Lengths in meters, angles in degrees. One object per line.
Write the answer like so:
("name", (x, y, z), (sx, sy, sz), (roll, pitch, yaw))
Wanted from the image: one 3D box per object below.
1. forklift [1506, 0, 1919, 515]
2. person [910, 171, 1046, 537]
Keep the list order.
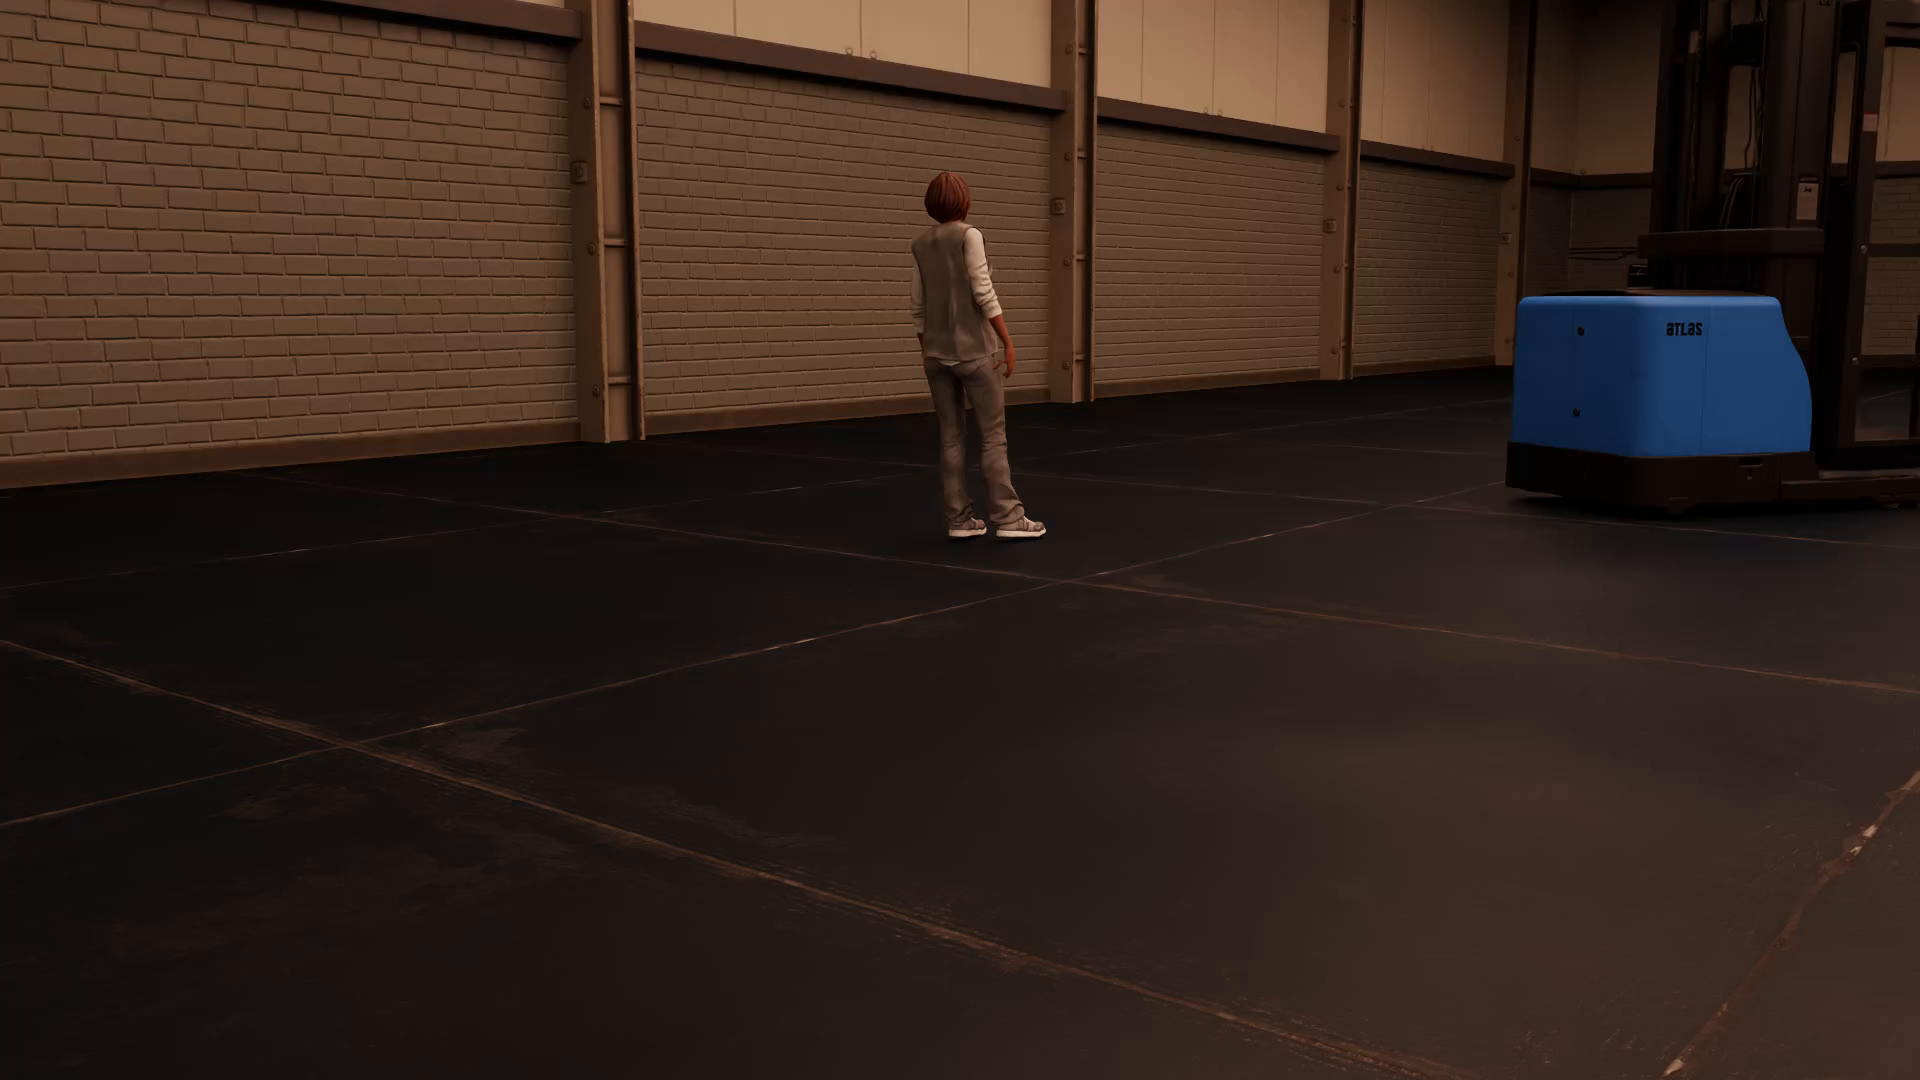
("forklift", (4.485, -1.677, 8.739), (3.031, 2.935, 1.130), (-3, 9, -19))
("person", (0.058, -0.805, 7.337), (0.520, 1.599, 0.473), (7, 11, 38))
